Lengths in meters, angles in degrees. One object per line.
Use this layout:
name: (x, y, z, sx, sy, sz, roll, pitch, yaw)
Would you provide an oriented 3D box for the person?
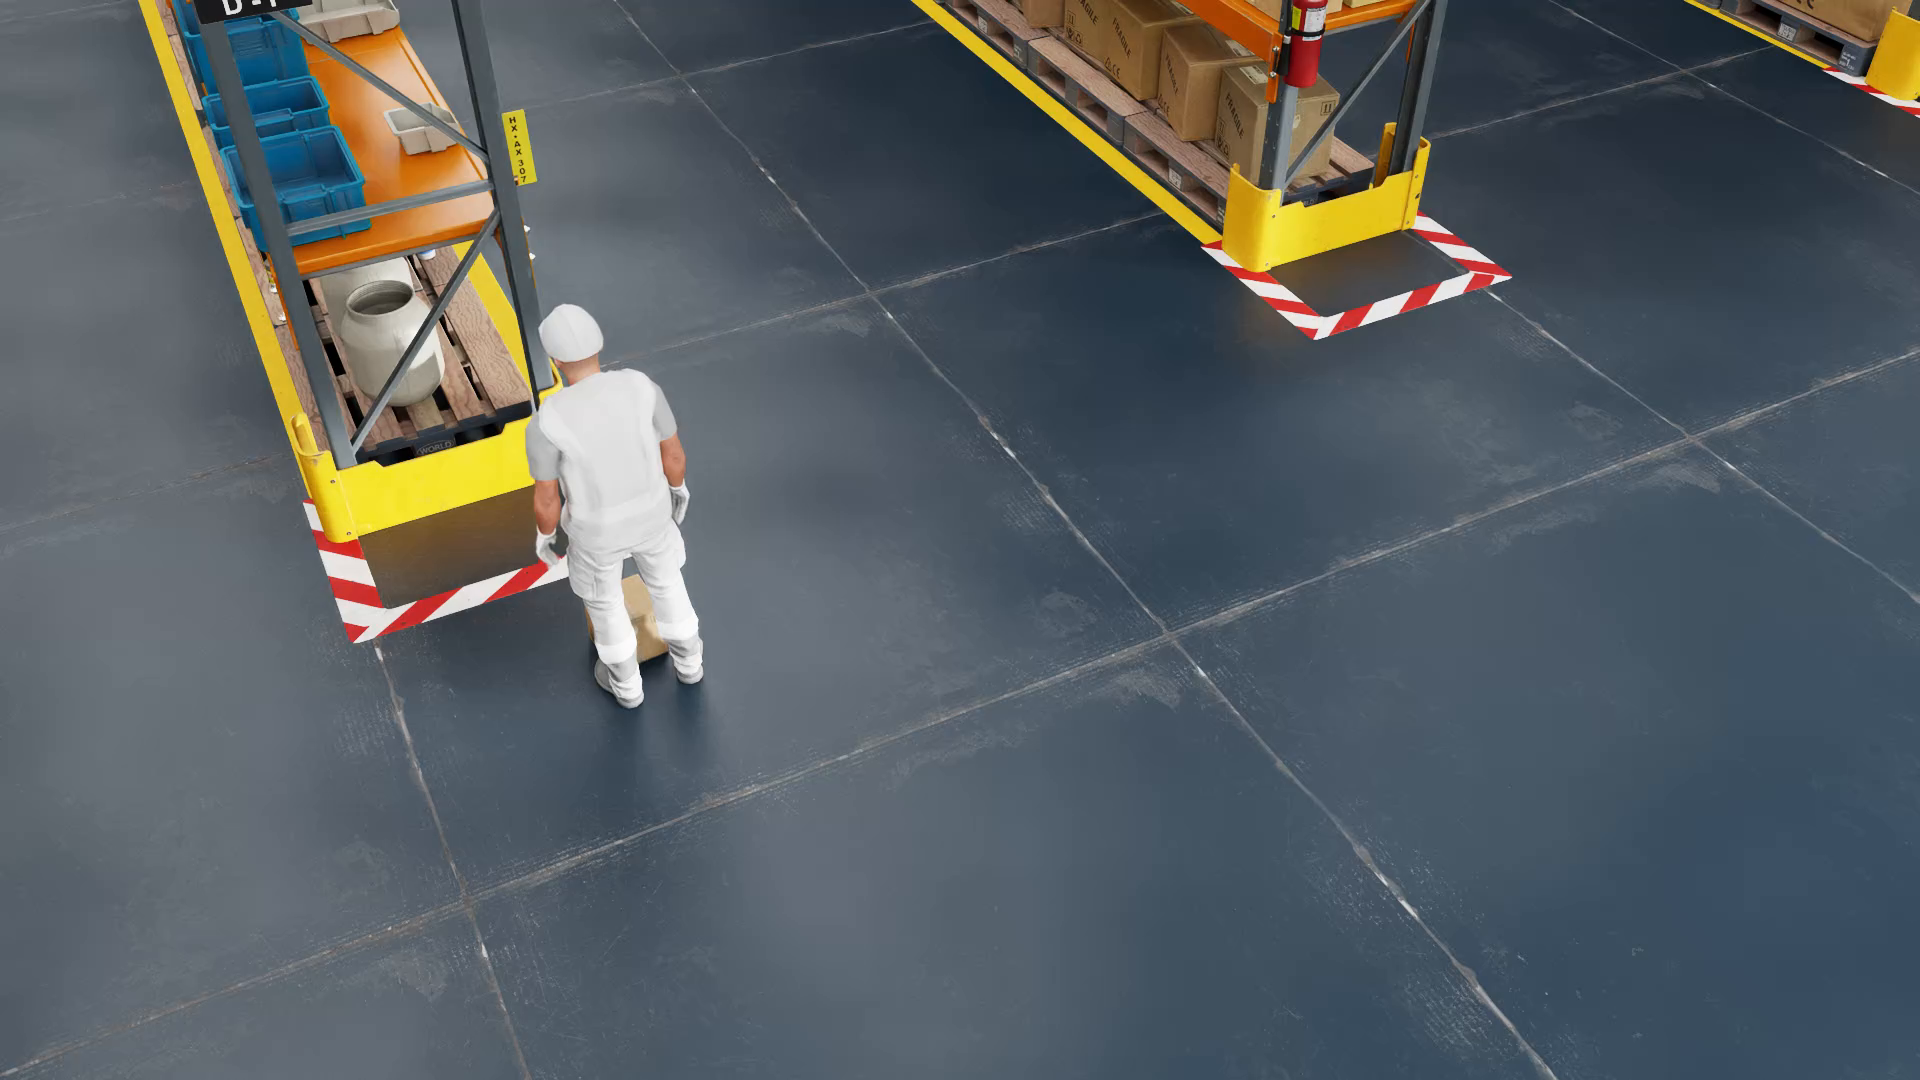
person: (-1.301, -0.094, 6.254, 0.622, 1.781, 0.445, -21, 45, -22)
